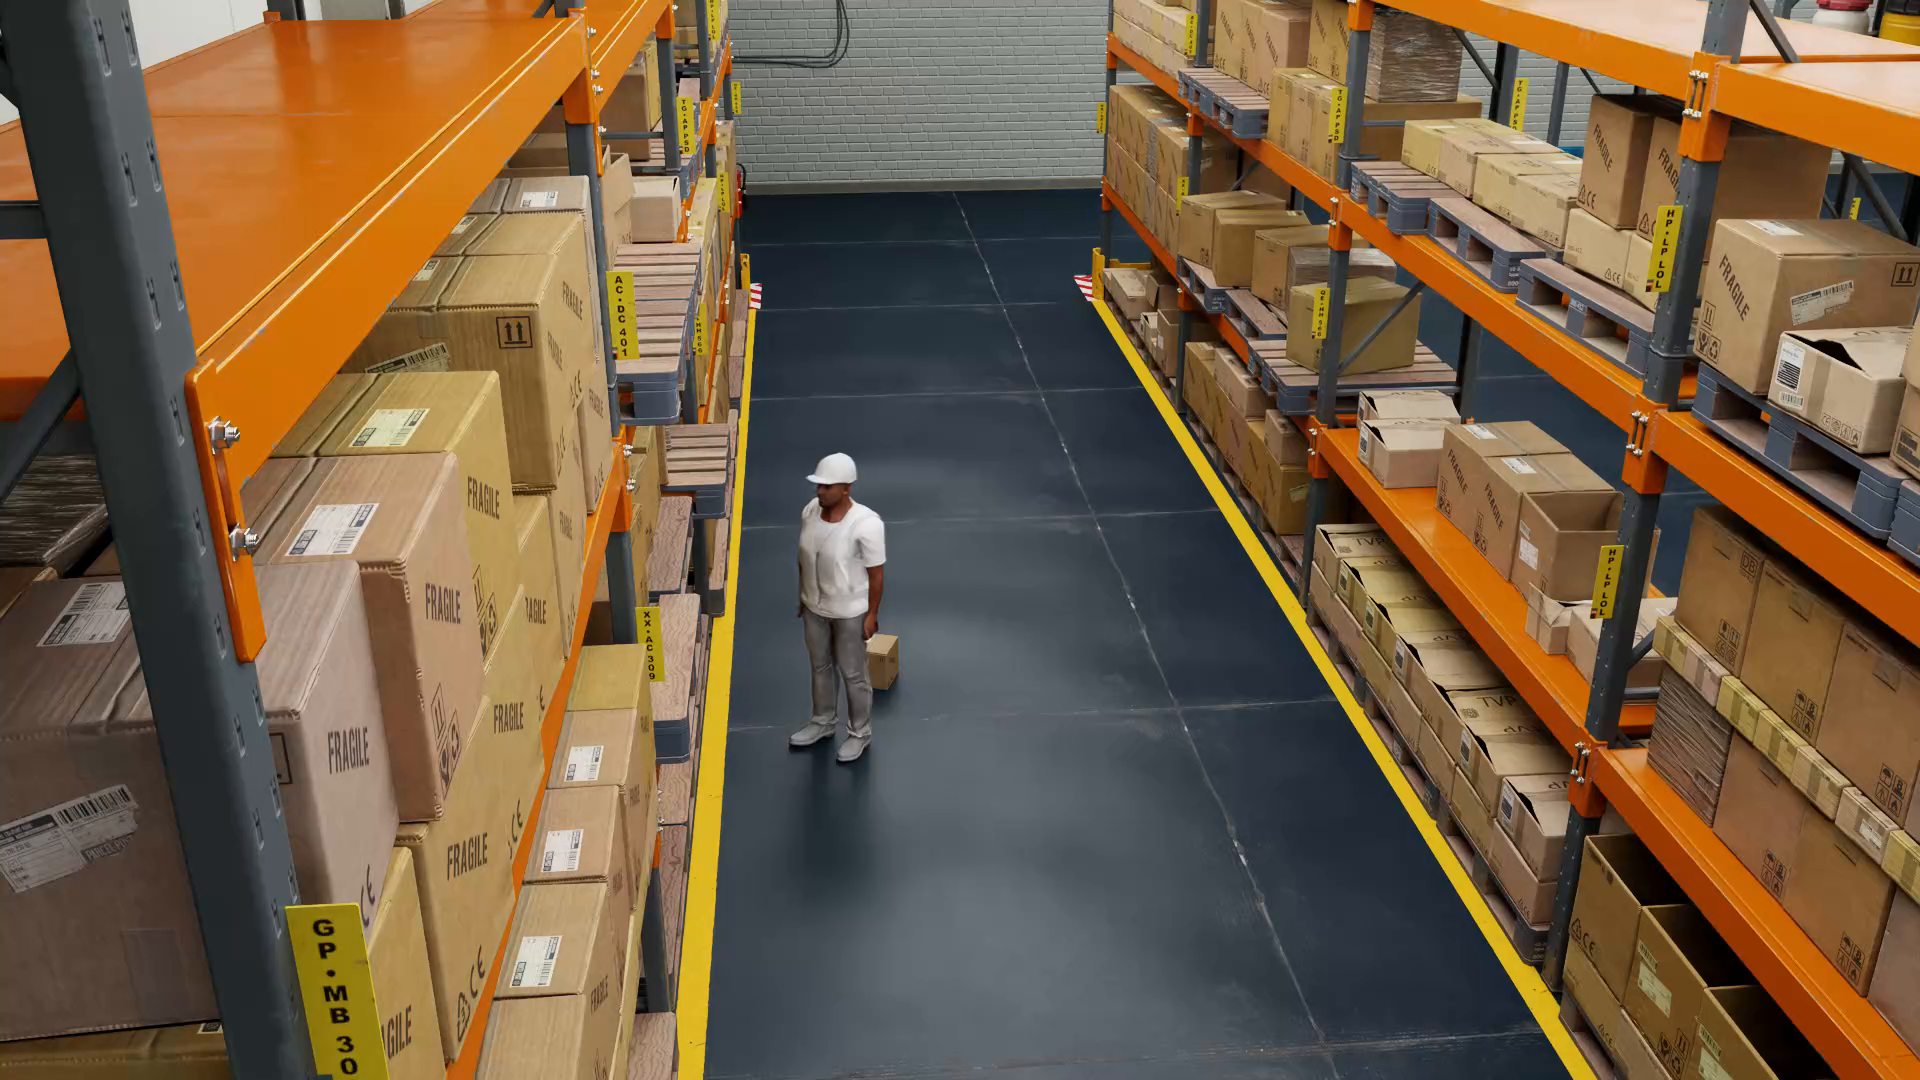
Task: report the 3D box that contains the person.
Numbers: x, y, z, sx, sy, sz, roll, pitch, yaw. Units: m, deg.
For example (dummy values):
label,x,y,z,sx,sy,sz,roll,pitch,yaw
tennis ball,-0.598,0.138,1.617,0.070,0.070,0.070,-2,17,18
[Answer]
label,x,y,z,sx,sy,sz,roll,pitch,yaw
person,-0.690,0.370,9.218,0.552,1.771,0.381,15,28,31
